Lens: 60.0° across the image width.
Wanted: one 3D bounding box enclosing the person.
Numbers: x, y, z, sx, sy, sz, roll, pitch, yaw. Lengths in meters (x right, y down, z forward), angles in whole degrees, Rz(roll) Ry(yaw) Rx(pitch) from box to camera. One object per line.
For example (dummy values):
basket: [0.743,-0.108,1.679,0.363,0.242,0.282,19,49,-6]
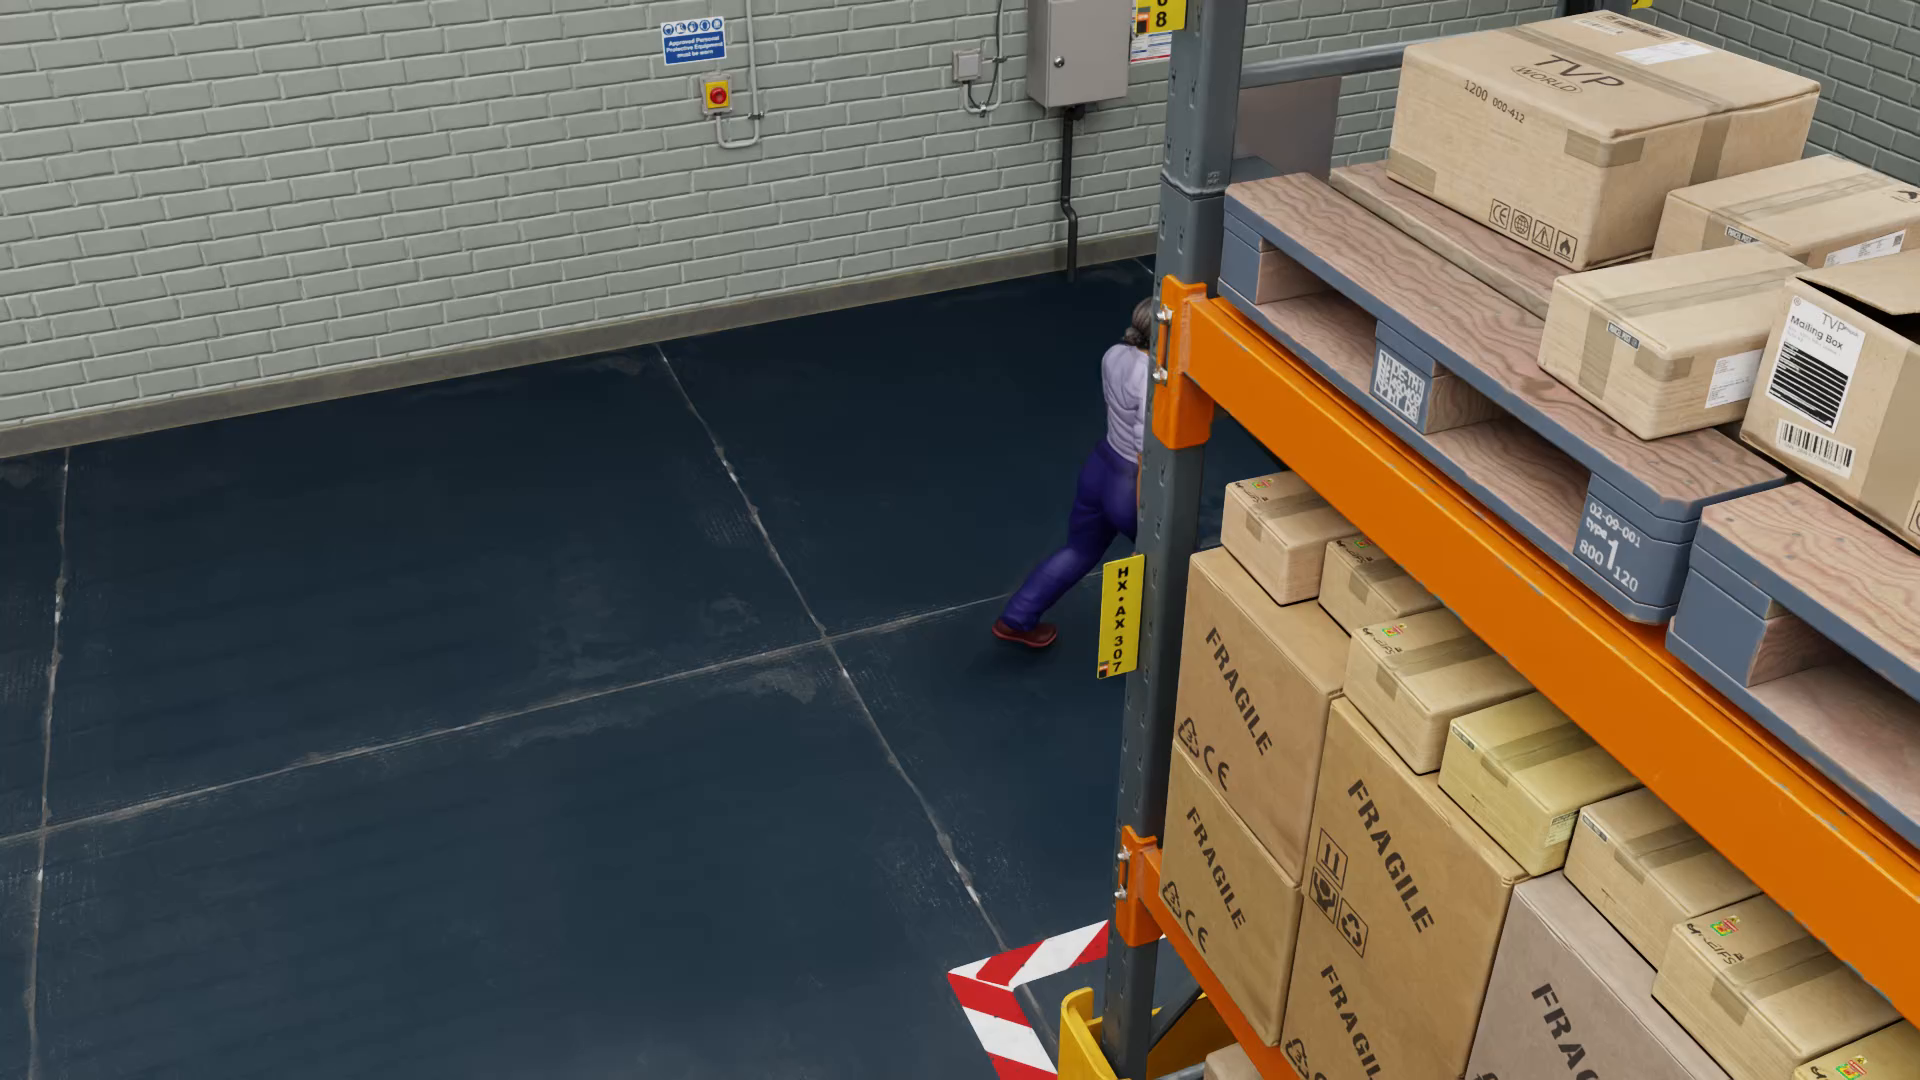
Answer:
person: [0.669,-0.206,6.473,0.988,1.601,0.497,-15,36,-21]
